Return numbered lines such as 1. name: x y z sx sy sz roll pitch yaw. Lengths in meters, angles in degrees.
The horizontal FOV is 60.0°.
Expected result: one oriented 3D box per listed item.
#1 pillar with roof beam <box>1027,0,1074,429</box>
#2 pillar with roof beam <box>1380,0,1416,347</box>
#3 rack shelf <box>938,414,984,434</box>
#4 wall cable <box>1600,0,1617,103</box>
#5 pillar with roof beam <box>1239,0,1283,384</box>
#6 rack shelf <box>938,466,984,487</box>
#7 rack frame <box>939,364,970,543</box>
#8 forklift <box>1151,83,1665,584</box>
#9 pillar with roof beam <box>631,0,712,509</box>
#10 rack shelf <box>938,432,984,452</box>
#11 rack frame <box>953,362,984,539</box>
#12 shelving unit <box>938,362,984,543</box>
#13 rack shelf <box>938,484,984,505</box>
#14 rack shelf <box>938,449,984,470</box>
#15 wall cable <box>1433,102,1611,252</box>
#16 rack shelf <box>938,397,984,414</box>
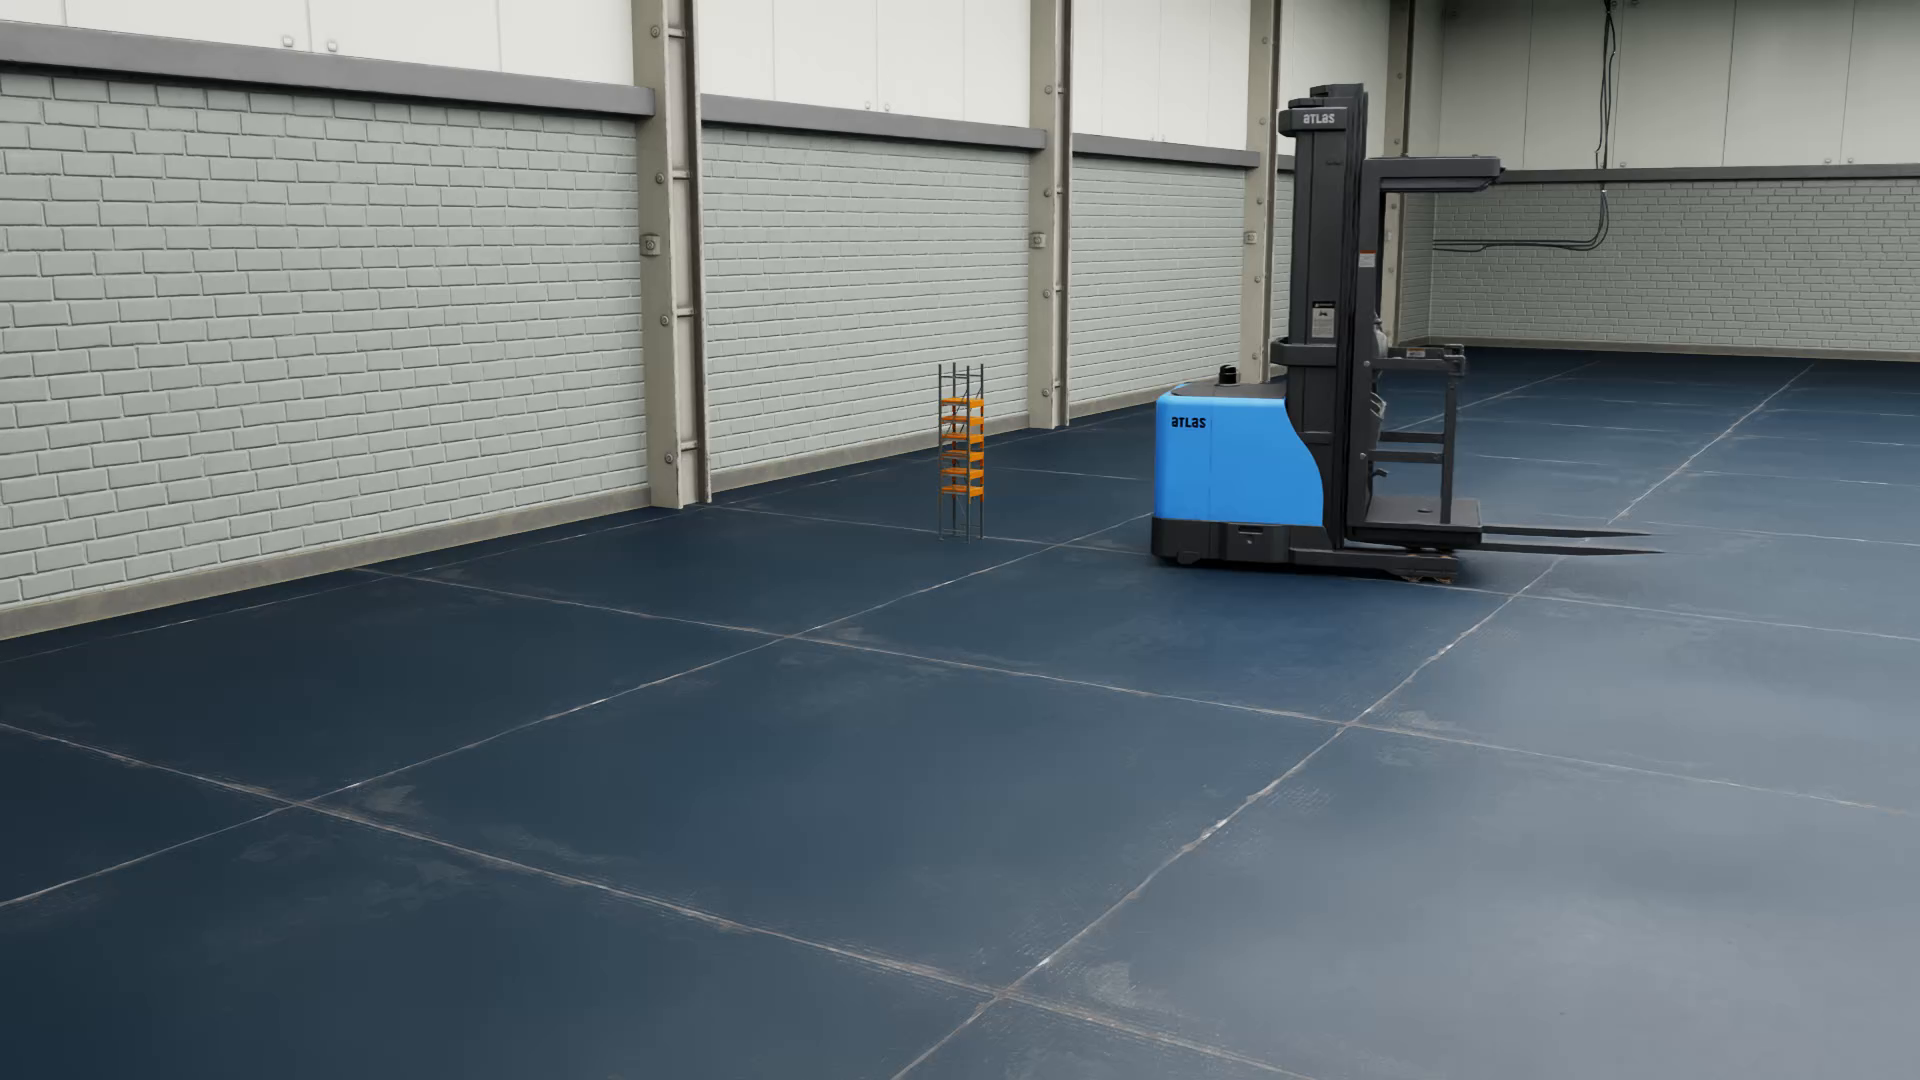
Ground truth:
1. pillar with roof beam: 4.627 -5.238 14.895 9.100 9.000 0.400 6 12 31
2. pillar with roof beam: 10.857 -7.126 24.975 9.100 9.000 0.400 6 12 31
3. rack shelf: 0.008 -0.784 11.234 0.258 0.103 0.180 6 12 31
4. wall cable: 12.150 -8.571 27.413 3.097 2.526 0.112 6 12 31
5. pillar with roof beam: 7.742 -6.182 19.935 9.100 9.000 0.400 6 12 31
6. rack shelf: 0.008 -0.430 11.301 0.258 0.103 0.180 6 12 31
7. rack frame: -0.040 -0.578 11.194 0.240 1.200 0.006 6 12 31
8. forklift: 2.784 -1.288 10.282 3.031 2.935 1.130 3 11 16
9. pillar with roof beam: 1.512 -4.295 9.854 9.100 9.000 0.400 6 12 31
10. rack shelf: 0.008 -0.666 11.257 0.258 0.103 0.180 6 12 31
11. rack frame: 0.055 -0.606 11.347 0.240 1.200 0.006 6 12 31
12. shelving unit: 0.008 -0.592 11.270 0.258 1.200 0.189 6 12 31
13. rack shelf: 0.008 -0.312 11.323 0.258 0.103 0.180 6 12 31
14. rack shelf: 0.008 -0.548 11.279 0.258 0.103 0.180 6 12 31
15. wall cable: 9.838 -6.348 29.258 3.097 2.526 0.112 6 12 31
16. rack shelf: 0.008 -0.902 11.212 0.258 0.103 0.180 6 12 31
